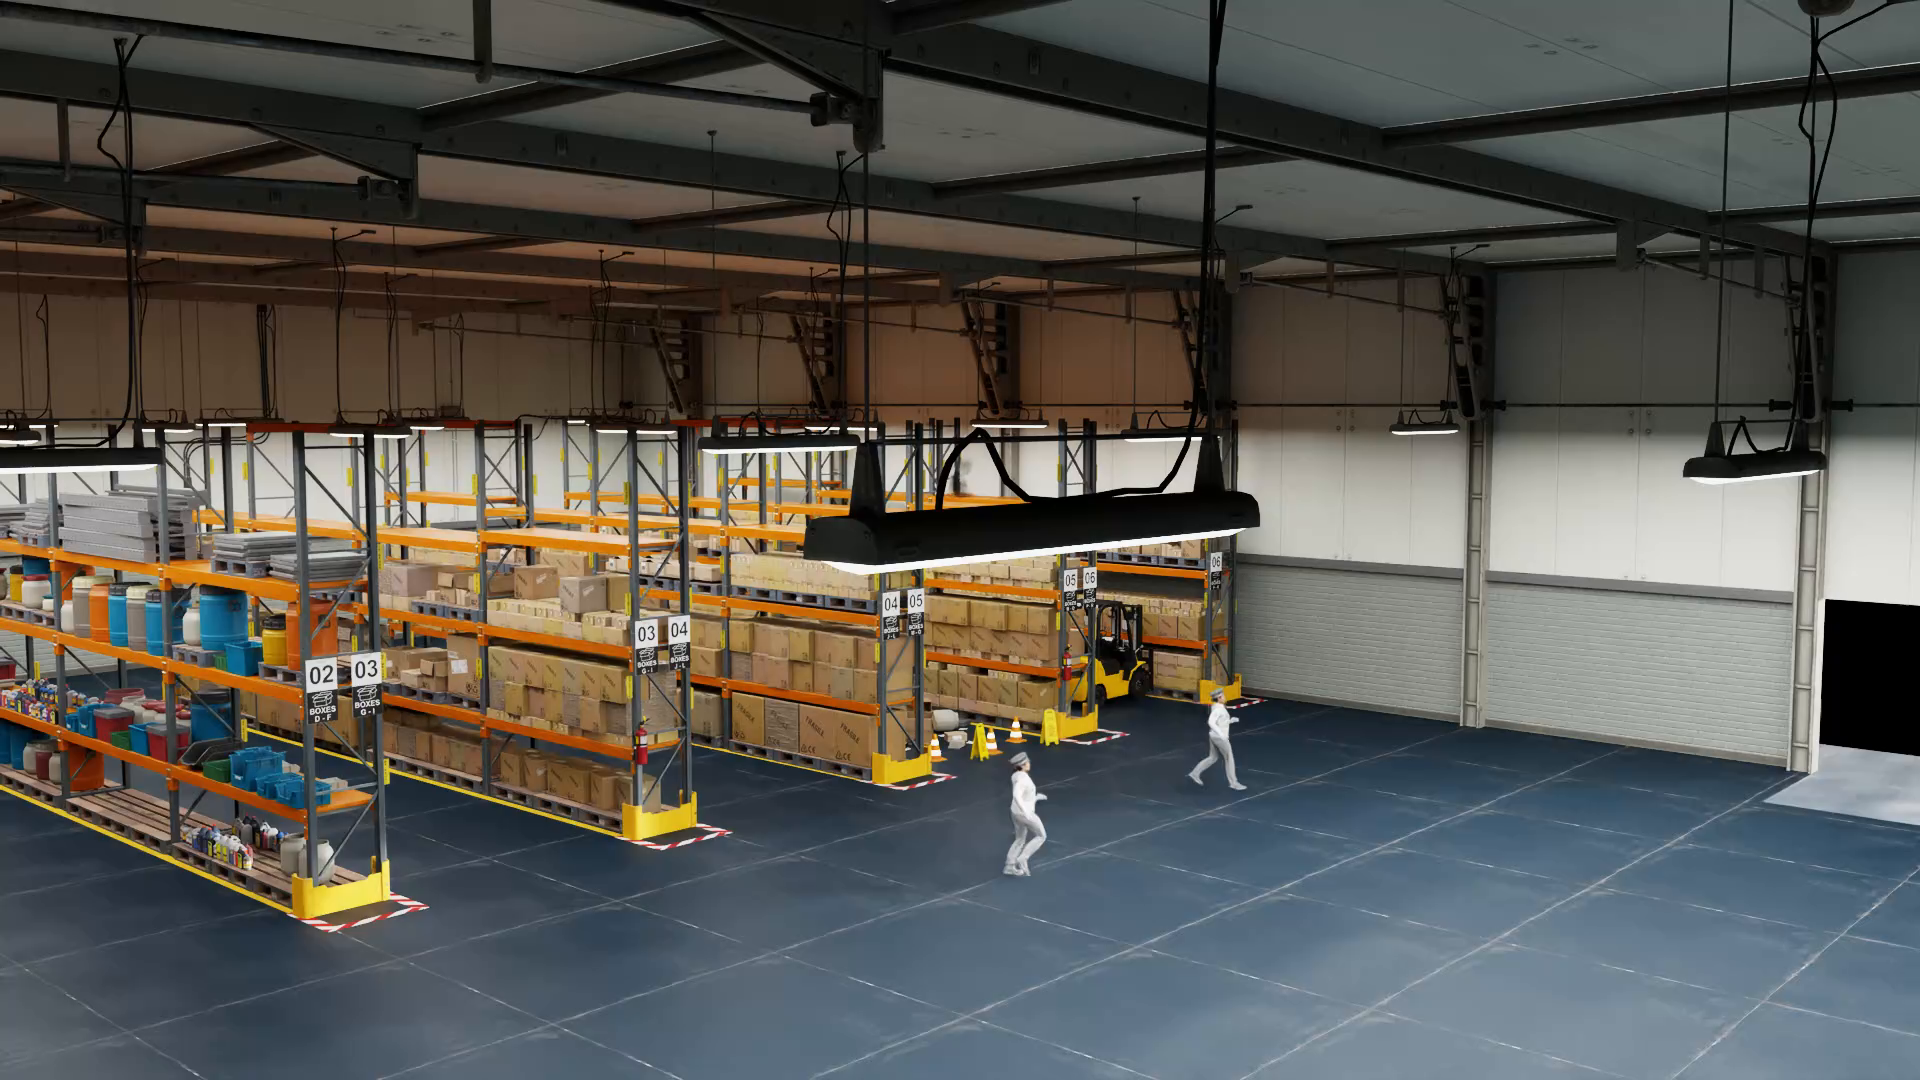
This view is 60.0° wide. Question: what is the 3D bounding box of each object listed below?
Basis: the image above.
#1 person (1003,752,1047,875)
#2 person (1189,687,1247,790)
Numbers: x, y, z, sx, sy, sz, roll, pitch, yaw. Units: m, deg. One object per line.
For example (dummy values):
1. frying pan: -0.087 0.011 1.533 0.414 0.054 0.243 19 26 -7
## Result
1. person: 0.890 3.663 22.297 0.616 1.660 0.593 -2 5 -21
2. person: 4.237 3.242 27.198 0.921 1.682 0.611 0 5 -5
